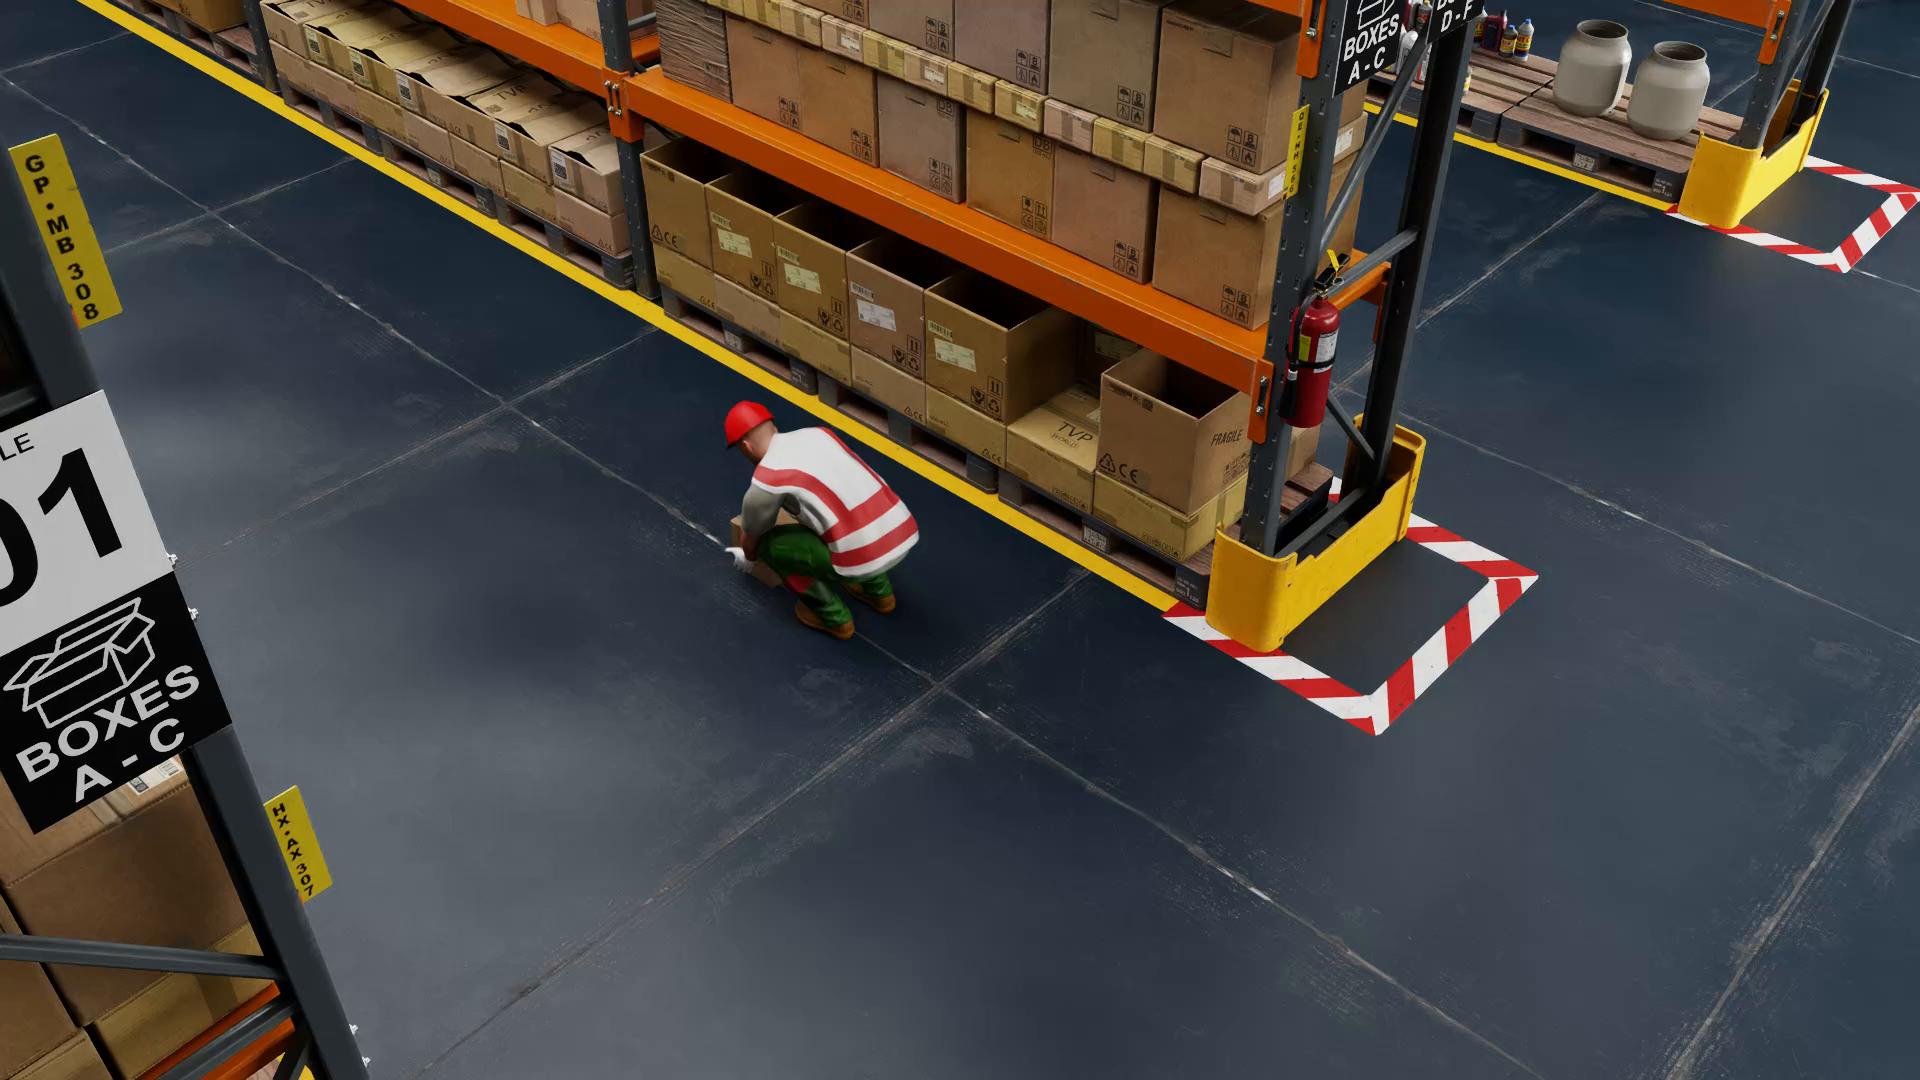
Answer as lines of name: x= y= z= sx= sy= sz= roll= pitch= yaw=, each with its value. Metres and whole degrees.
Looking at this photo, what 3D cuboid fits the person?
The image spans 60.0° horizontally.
person: x=-0.598 y=-0.088 z=6.960 sx=0.888 sy=0.894 sz=0.568 roll=30 pitch=48 yaw=32
